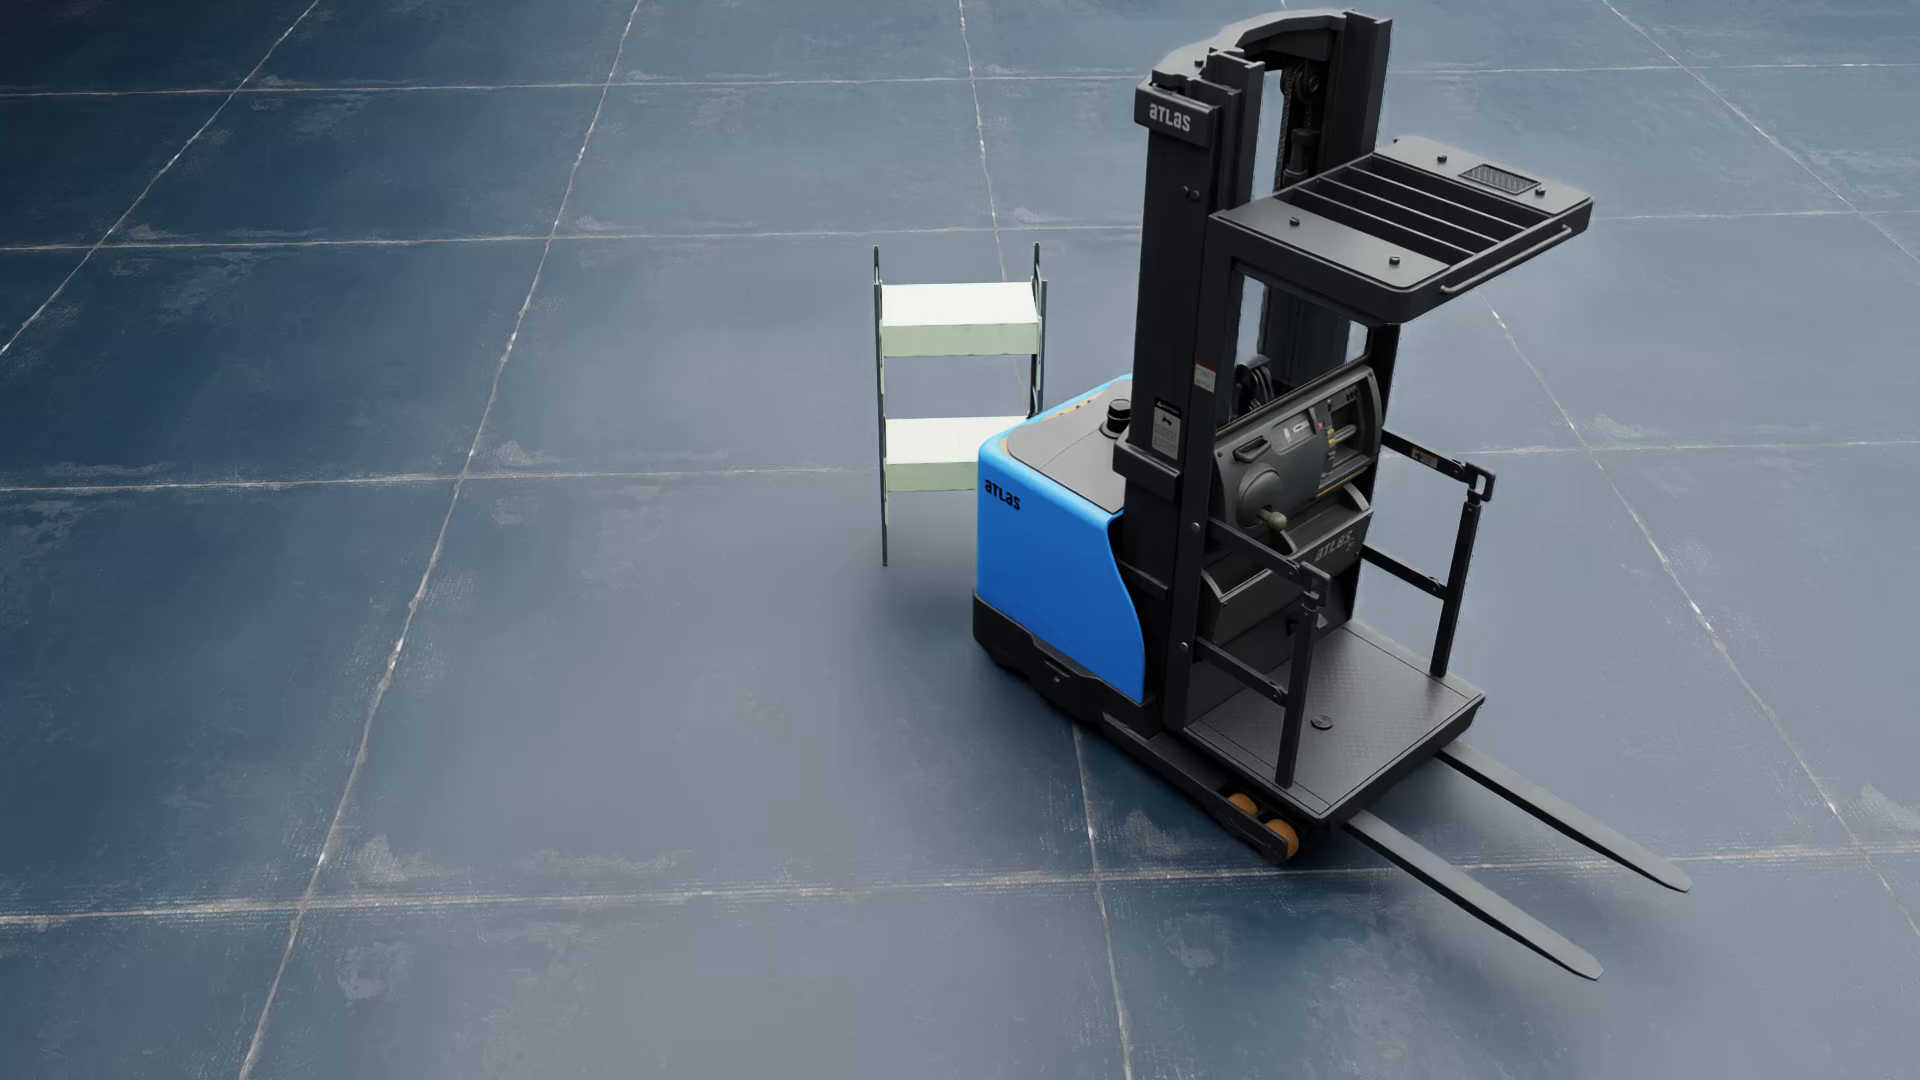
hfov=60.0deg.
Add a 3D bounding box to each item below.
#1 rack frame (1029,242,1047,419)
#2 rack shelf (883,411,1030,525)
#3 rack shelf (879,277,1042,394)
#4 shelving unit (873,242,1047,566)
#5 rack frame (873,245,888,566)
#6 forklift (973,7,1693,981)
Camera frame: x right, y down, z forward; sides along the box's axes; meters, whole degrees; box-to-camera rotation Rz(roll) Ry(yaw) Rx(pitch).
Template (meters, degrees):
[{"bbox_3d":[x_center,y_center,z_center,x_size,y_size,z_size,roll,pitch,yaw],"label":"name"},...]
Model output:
[{"bbox_3d":[0.359,-0.626,7.837,0.023,1.500,0.400,-2,35,-2],"label":"rack frame"},{"bbox_3d":[-0.007,-0.348,8.008,0.720,0.370,0.431,-2,35,-2],"label":"rack shelf"},{"bbox_3d":[-0.007,-0.937,7.601,0.720,0.370,0.431,-2,35,-2],"label":"rack shelf"},{"bbox_3d":[-0.007,-0.617,7.823,0.755,1.500,0.431,-2,35,-2],"label":"shelving unit"},{"bbox_3d":[-0.372,-0.607,7.809,0.023,1.500,0.400,-2,35,-2],"label":"rack frame"},{"bbox_3d":[1.414,-0.285,6.087,1.130,2.935,3.031,-27,43,-33],"label":"forklift"}]
